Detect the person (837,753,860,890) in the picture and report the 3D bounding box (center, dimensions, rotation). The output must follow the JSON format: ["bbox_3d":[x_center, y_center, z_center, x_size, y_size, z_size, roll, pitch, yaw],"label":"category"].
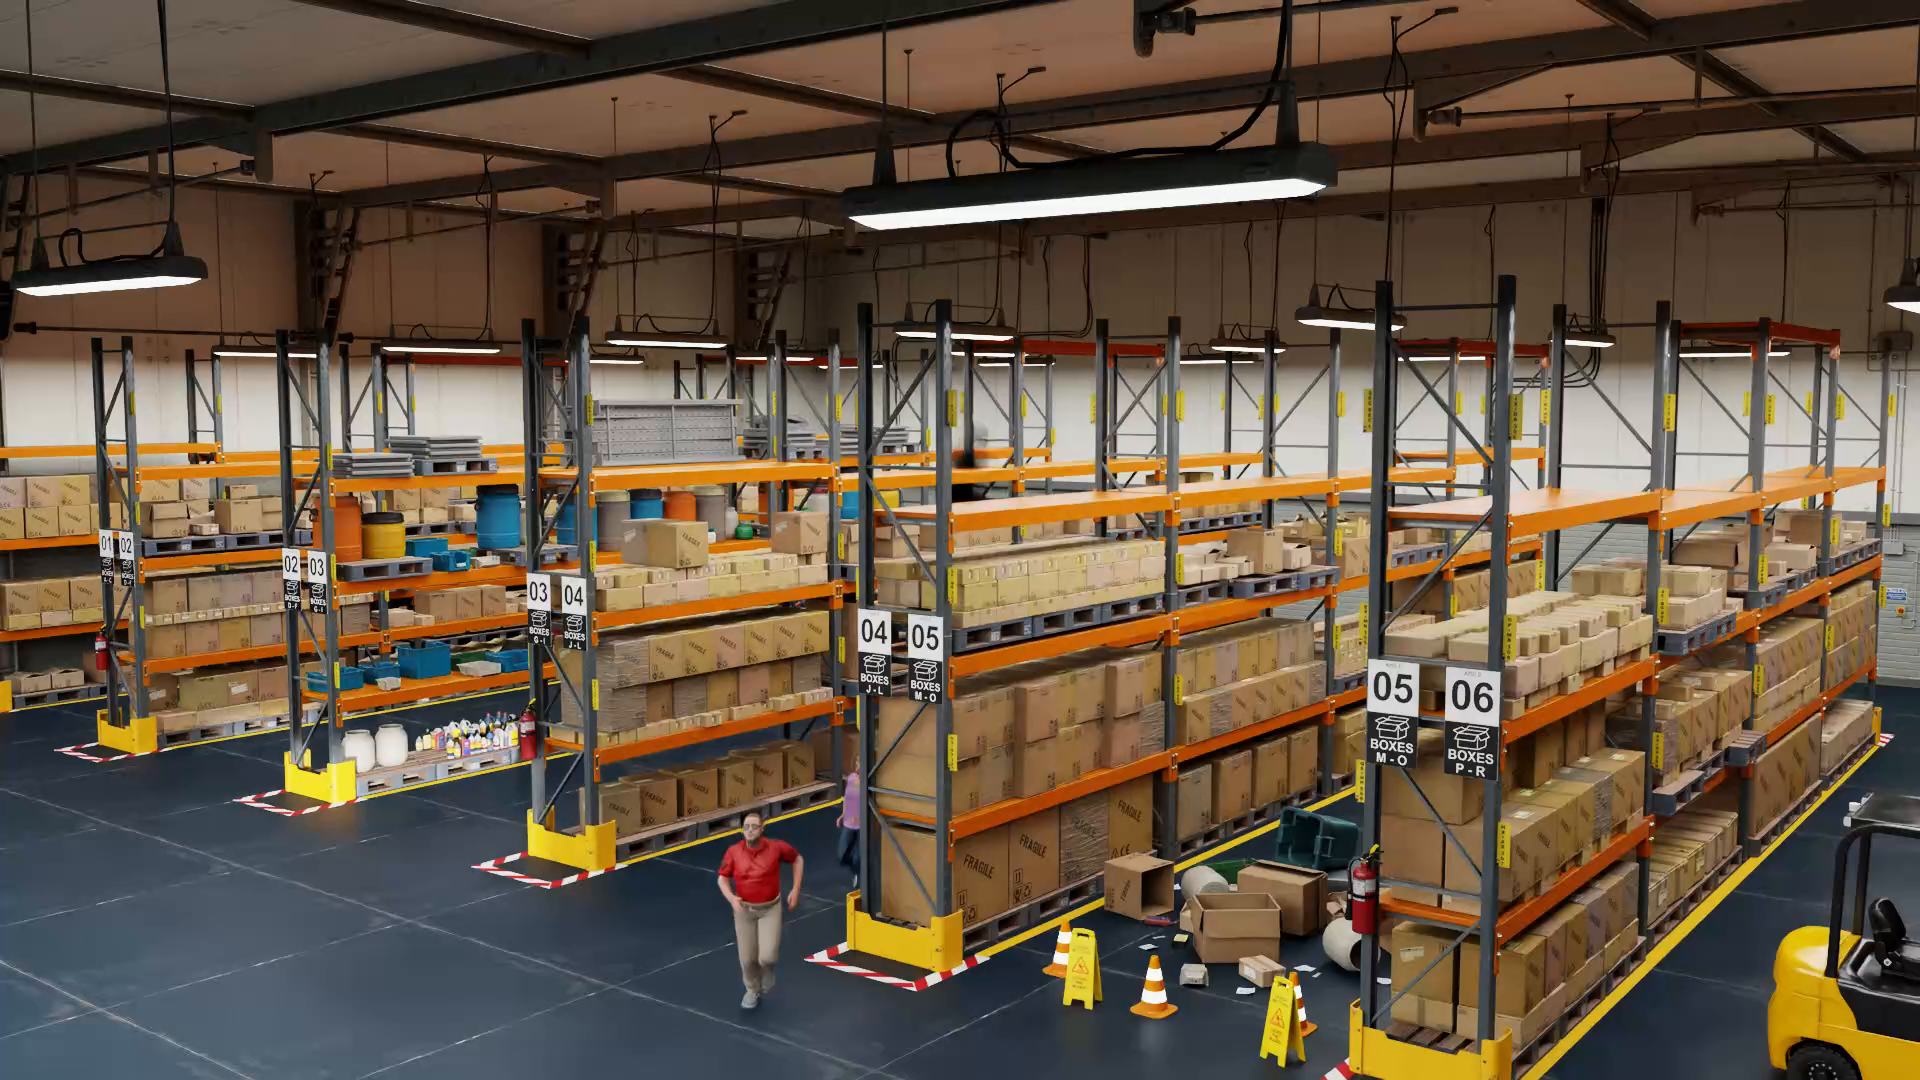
[{"bbox_3d":[-1.041,2.923,16.866,0.526,1.548,0.508,3,6,29],"label":"person"}]

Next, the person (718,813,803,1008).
[{"bbox_3d":[-1.680,3.120,13.915,0.697,1.685,0.685,0,5,1],"label":"person"}]
